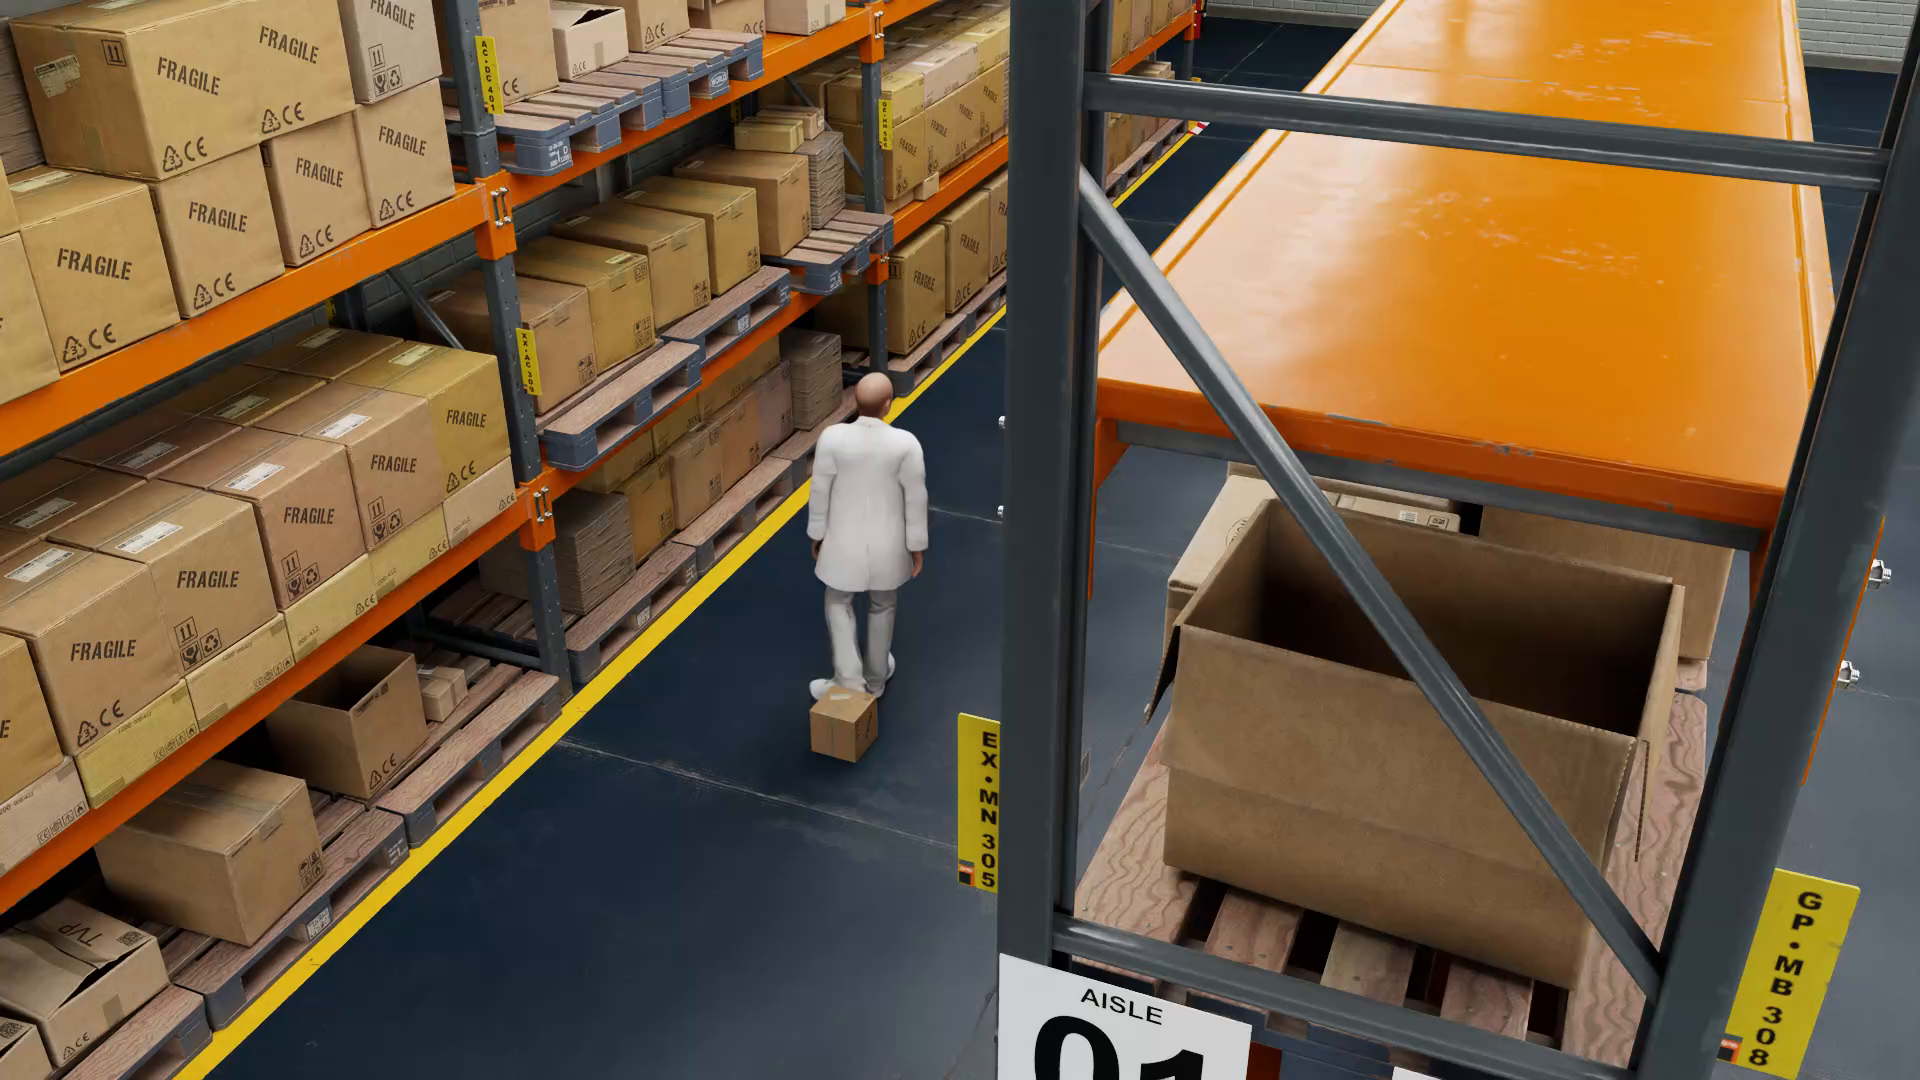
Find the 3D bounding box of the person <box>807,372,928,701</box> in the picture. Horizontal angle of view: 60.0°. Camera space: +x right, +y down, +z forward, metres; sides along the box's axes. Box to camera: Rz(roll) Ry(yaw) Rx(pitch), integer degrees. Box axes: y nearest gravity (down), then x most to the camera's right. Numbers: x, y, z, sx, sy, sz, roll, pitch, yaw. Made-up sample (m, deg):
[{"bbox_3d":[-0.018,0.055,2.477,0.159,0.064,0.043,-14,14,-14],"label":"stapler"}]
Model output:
[{"bbox_3d":[-0.472,0.040,8.343,0.625,1.771,0.622,0,29,-1],"label":"person"}]
